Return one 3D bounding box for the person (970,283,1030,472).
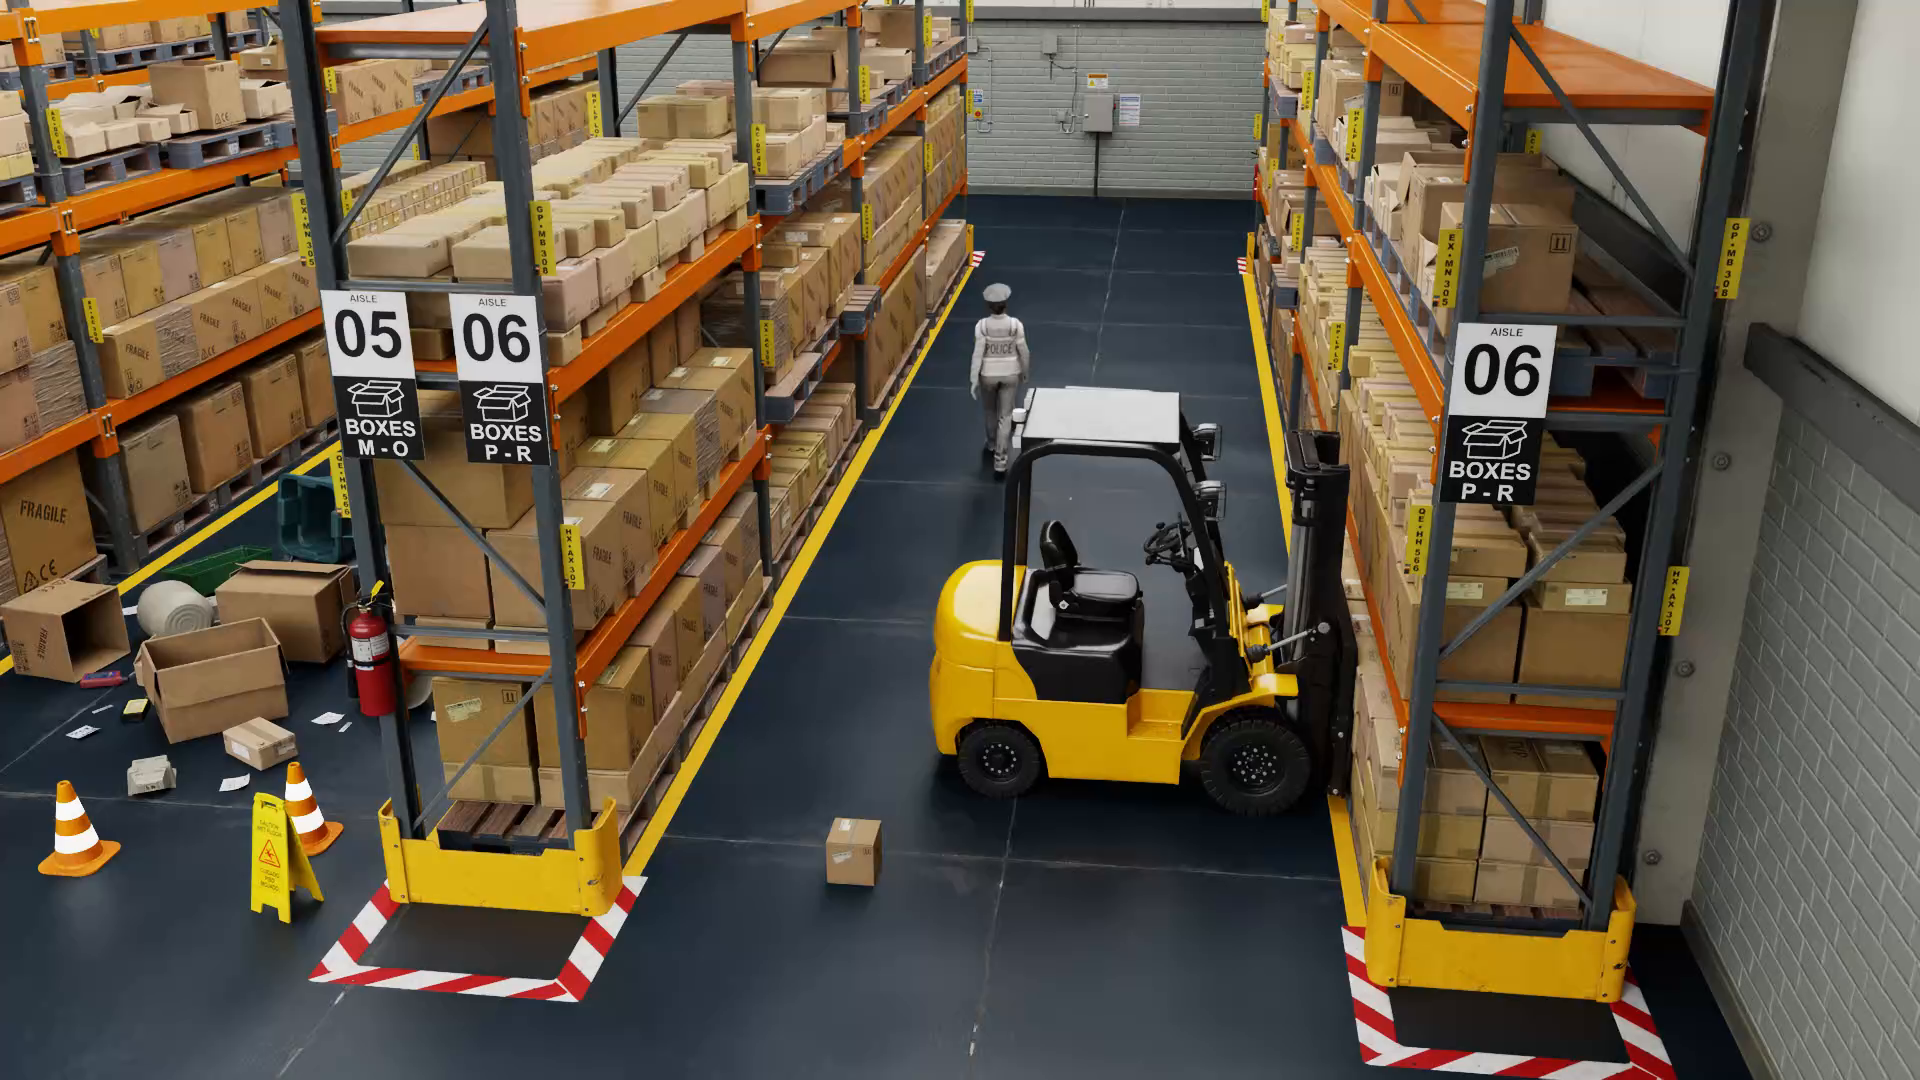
[{"bbox_3d":[0.364,-1.496,14.856,0.517,1.629,0.982,2,21,5],"label":"person"}]
